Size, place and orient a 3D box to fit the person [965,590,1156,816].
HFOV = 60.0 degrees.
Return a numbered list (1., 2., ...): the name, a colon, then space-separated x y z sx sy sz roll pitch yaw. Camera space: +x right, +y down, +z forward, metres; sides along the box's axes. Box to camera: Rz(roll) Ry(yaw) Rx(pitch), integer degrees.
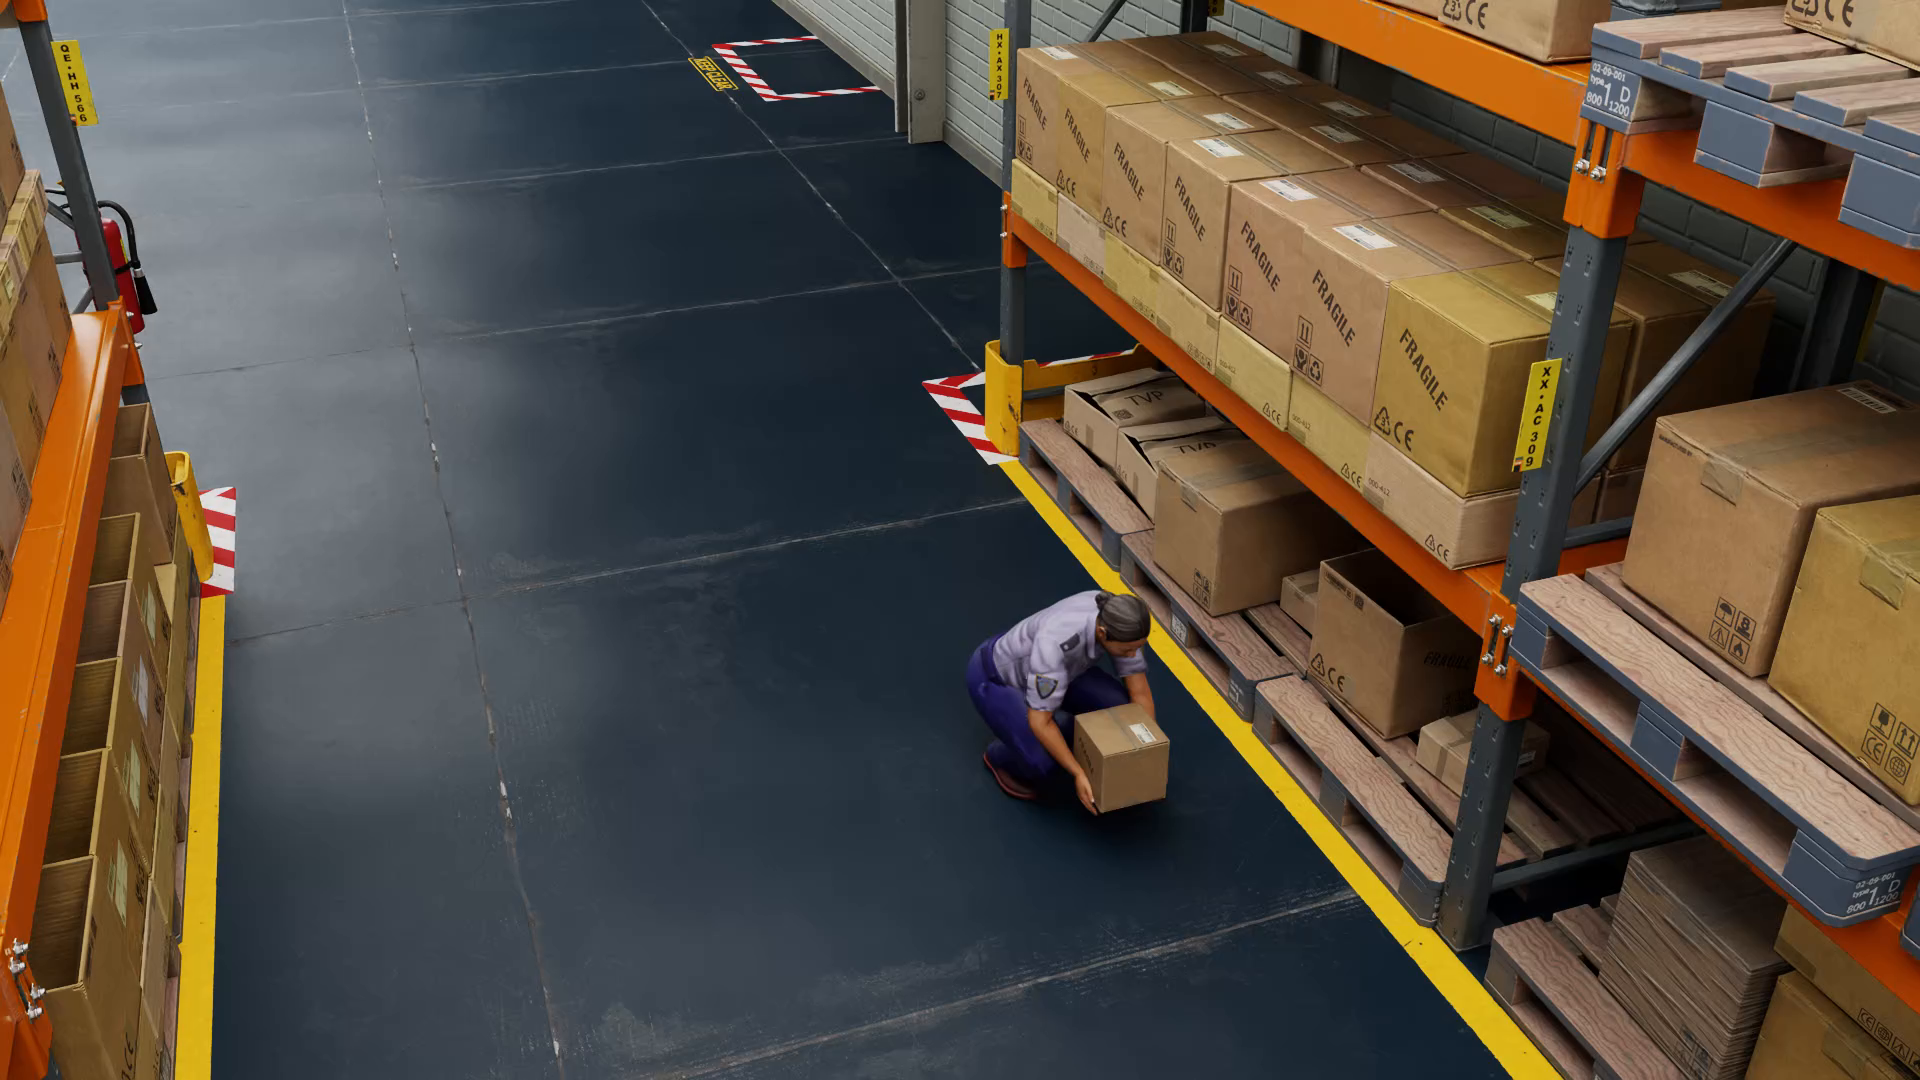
1. person: 0.396 0.504 5.965 0.525 0.894 0.833 -19 35 -30
